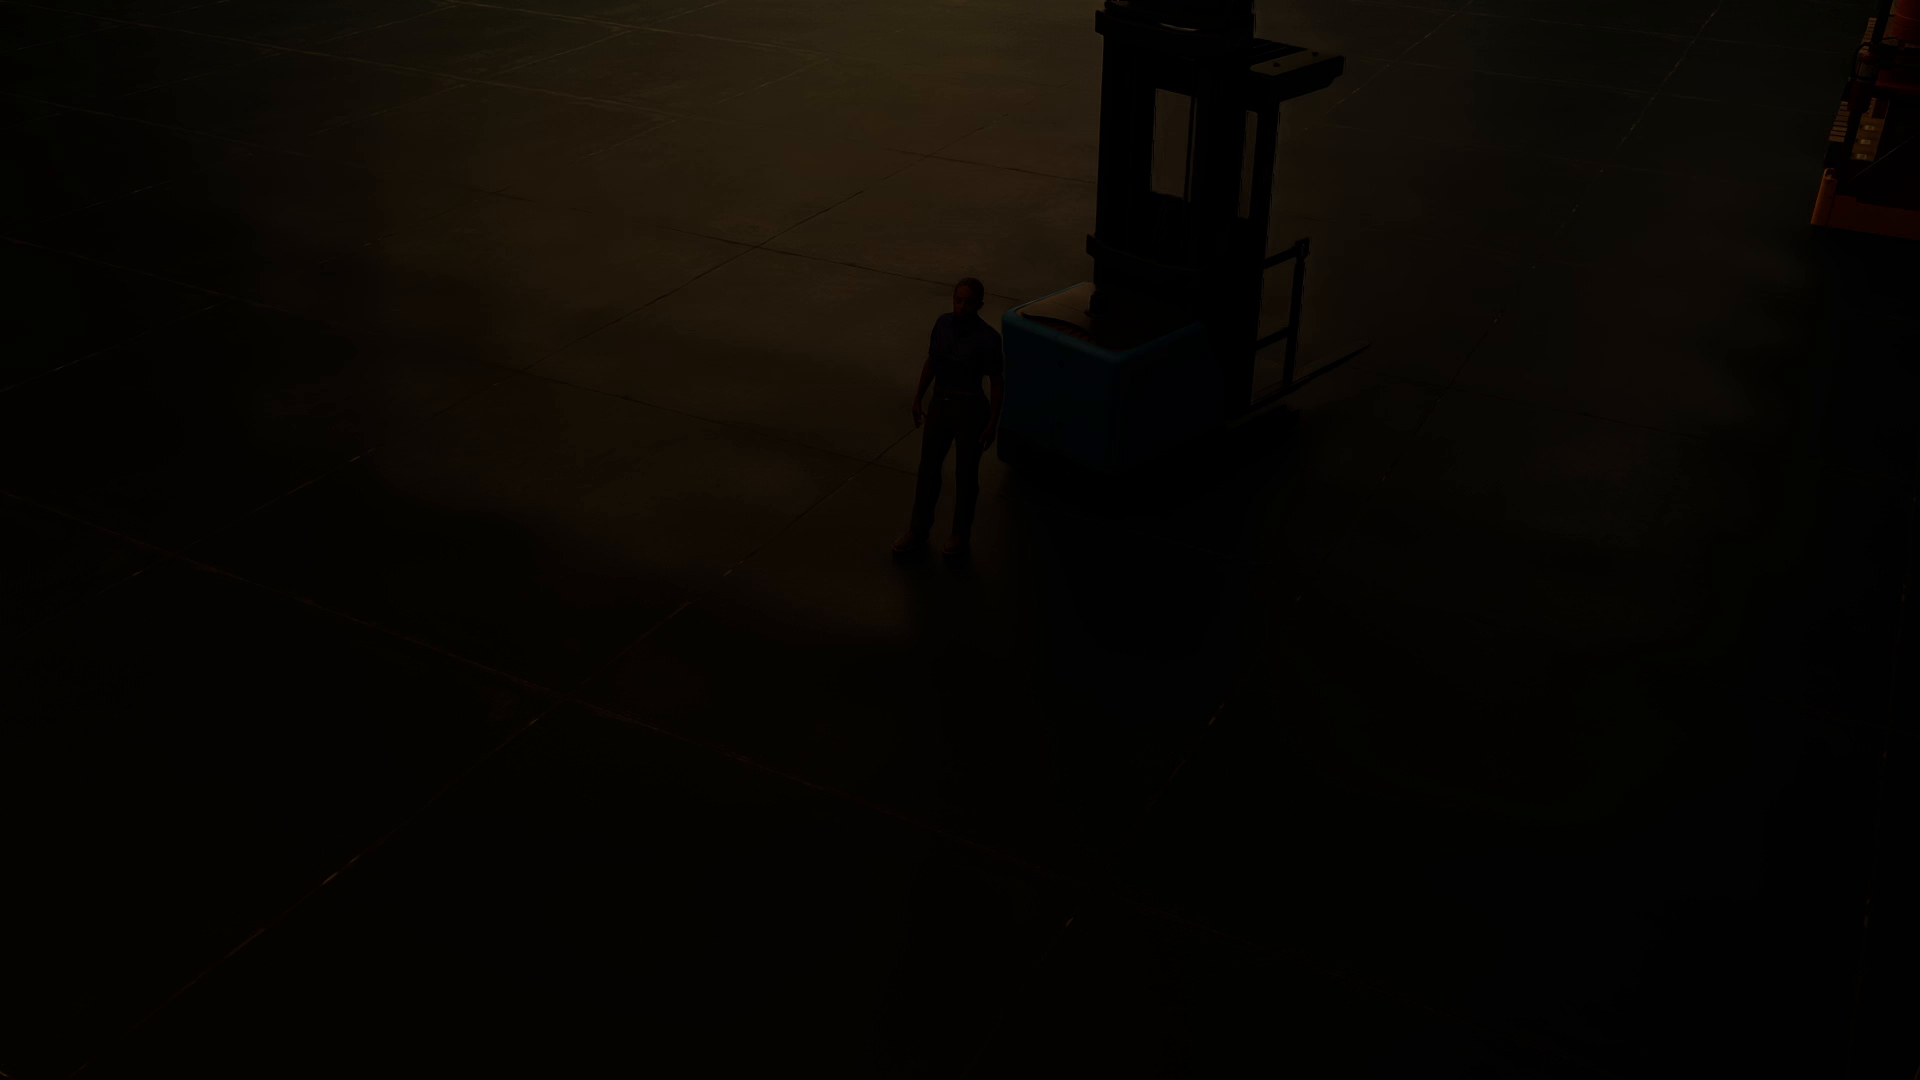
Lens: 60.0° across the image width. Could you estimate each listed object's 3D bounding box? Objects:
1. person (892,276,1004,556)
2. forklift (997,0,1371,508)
[{"bbox_3d":[-0.059,-0.689,9.528,0.570,1.654,0.504,15,33,25],"label":"person"},{"bbox_3d":[1.652,-2.093,10.697,3.031,2.935,1.130,-26,39,-37],"label":"forklift"}]
